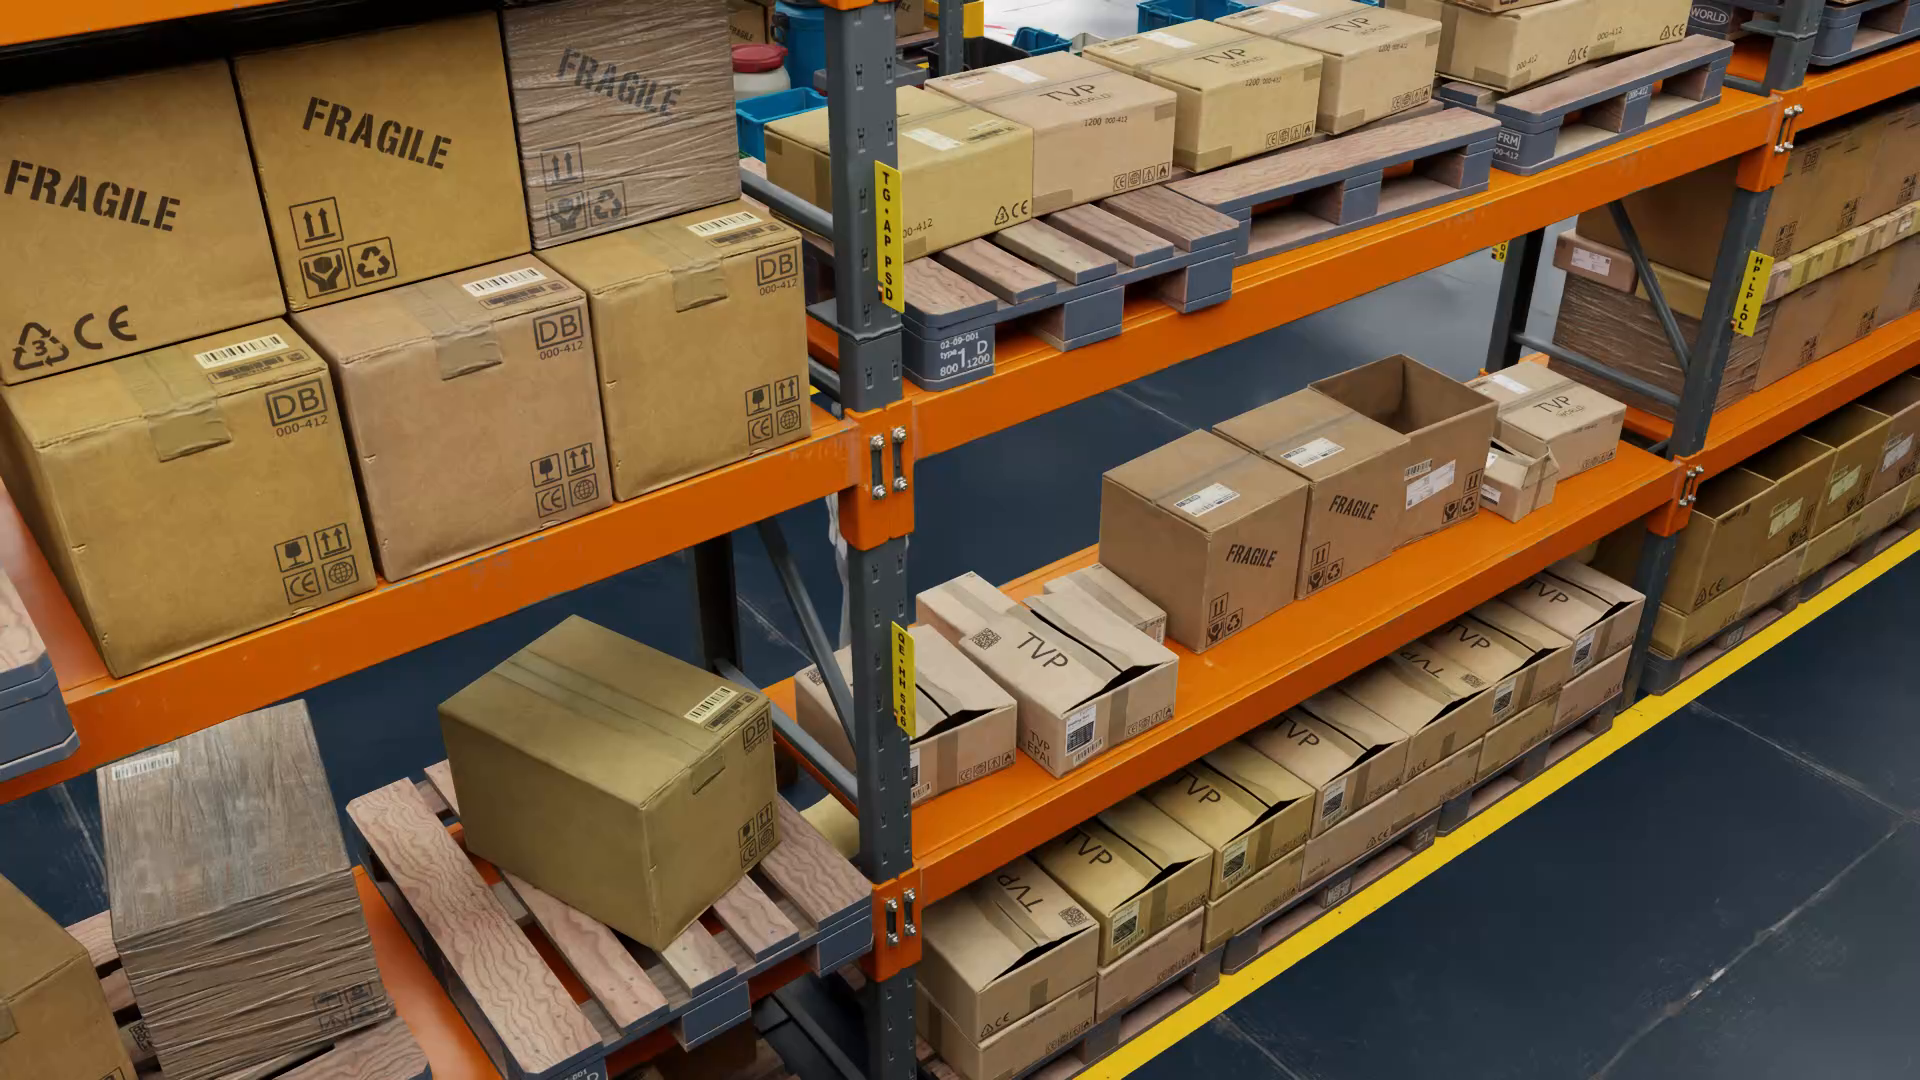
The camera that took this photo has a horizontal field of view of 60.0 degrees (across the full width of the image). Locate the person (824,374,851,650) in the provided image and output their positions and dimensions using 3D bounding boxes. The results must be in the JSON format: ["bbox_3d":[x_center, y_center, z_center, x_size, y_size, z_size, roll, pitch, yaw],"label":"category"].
[{"bbox_3d":[-0.420,0.058,7.006,0.357,1.672,0.517,-13,35,-19],"label":"person"}]
